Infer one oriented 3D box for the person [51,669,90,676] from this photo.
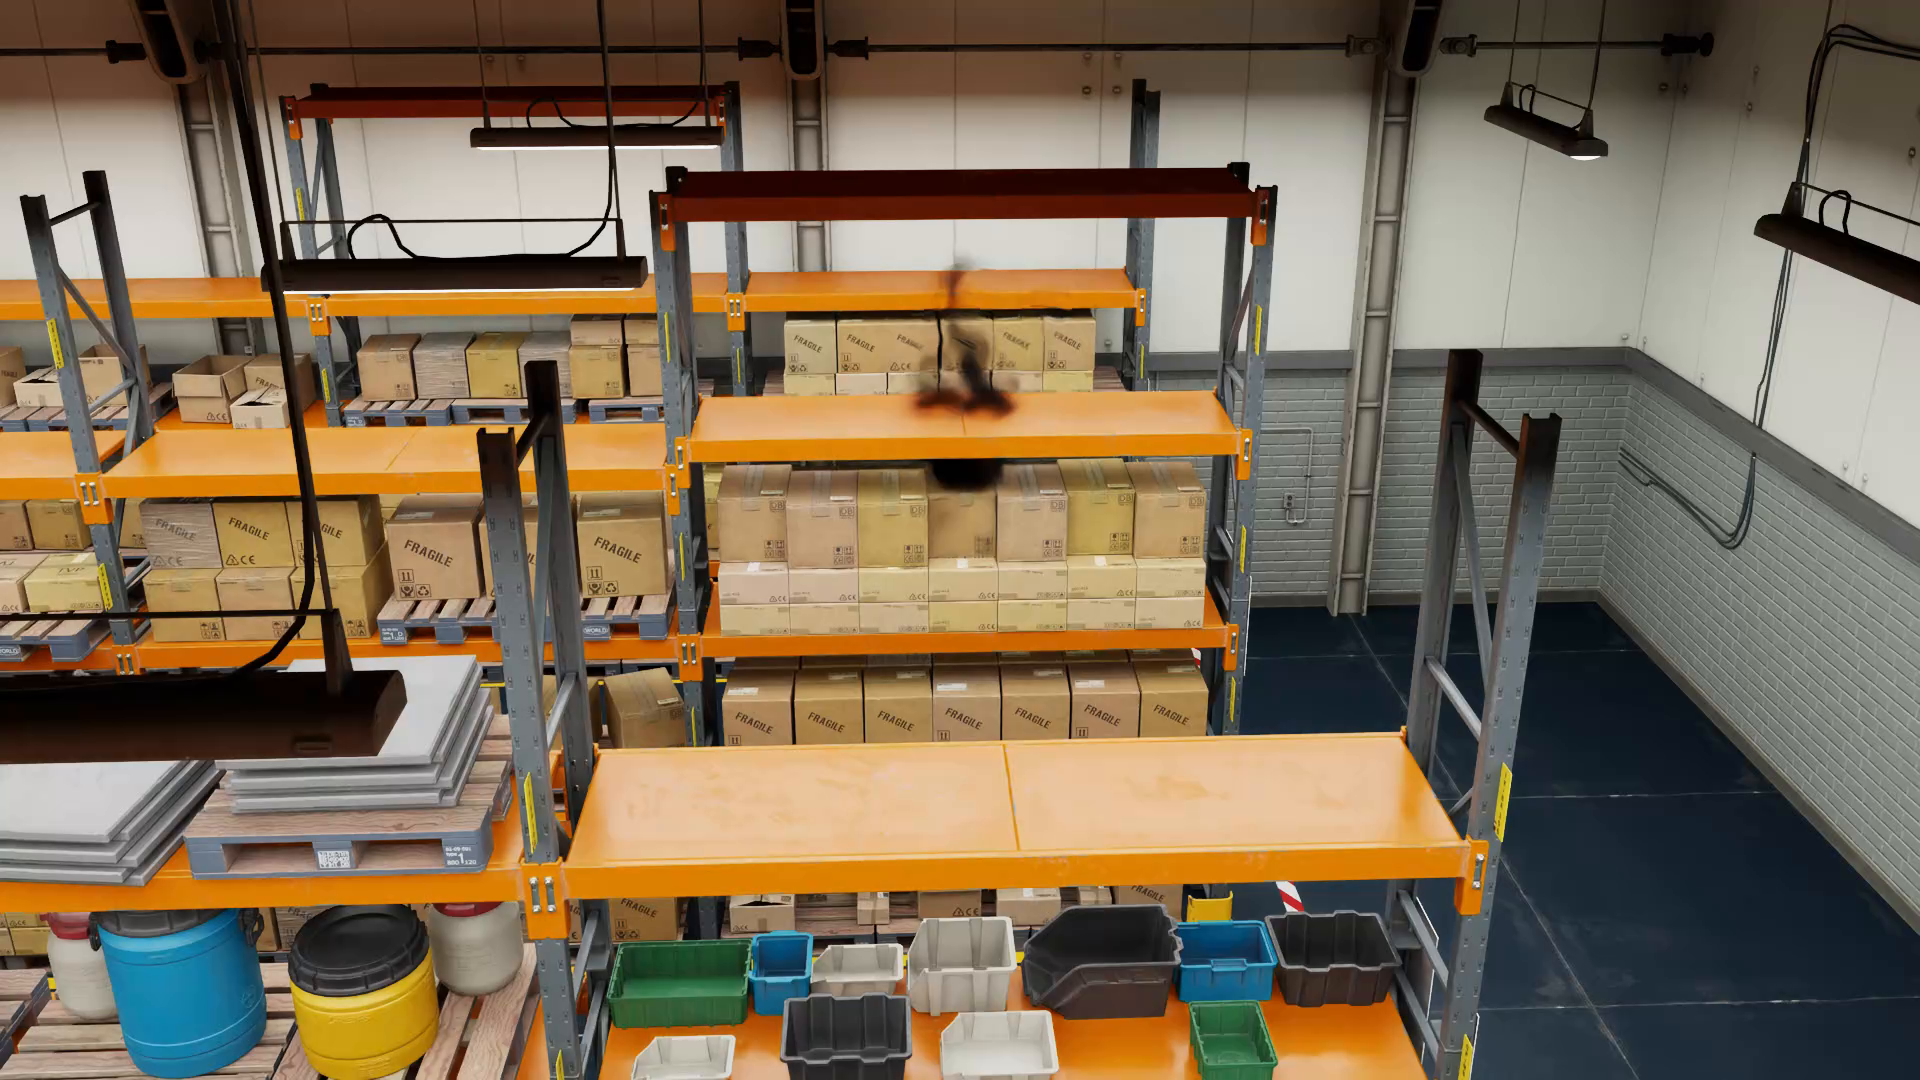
[{"bbox_3d":[-7.876,1.699,14.923,0.570,1.561,0.542,-2,22,-4],"label":"person"}]
